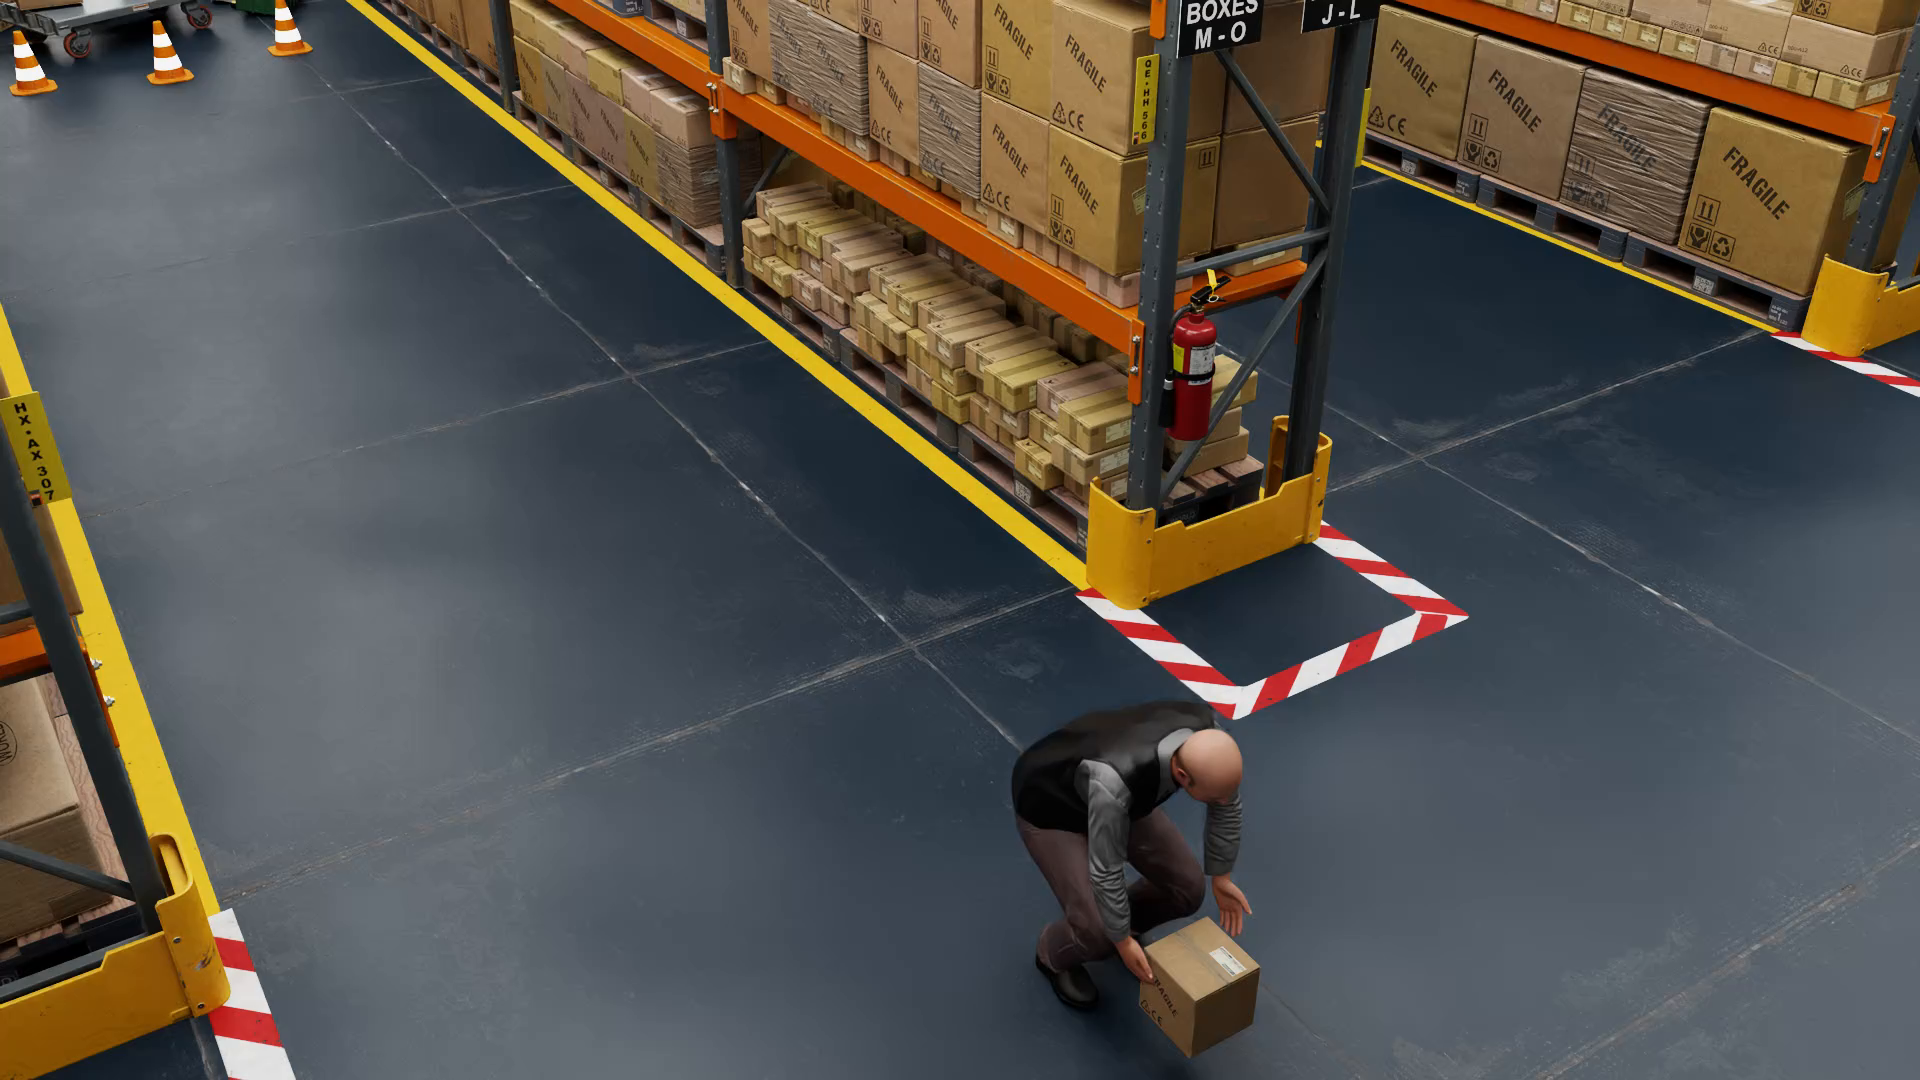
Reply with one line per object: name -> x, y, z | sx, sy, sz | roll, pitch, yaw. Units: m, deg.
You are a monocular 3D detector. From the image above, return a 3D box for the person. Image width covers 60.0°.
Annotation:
person -> 0.537, 0.926, 5.187 | 0.579, 1.205, 0.798 | -19, 37, -27
